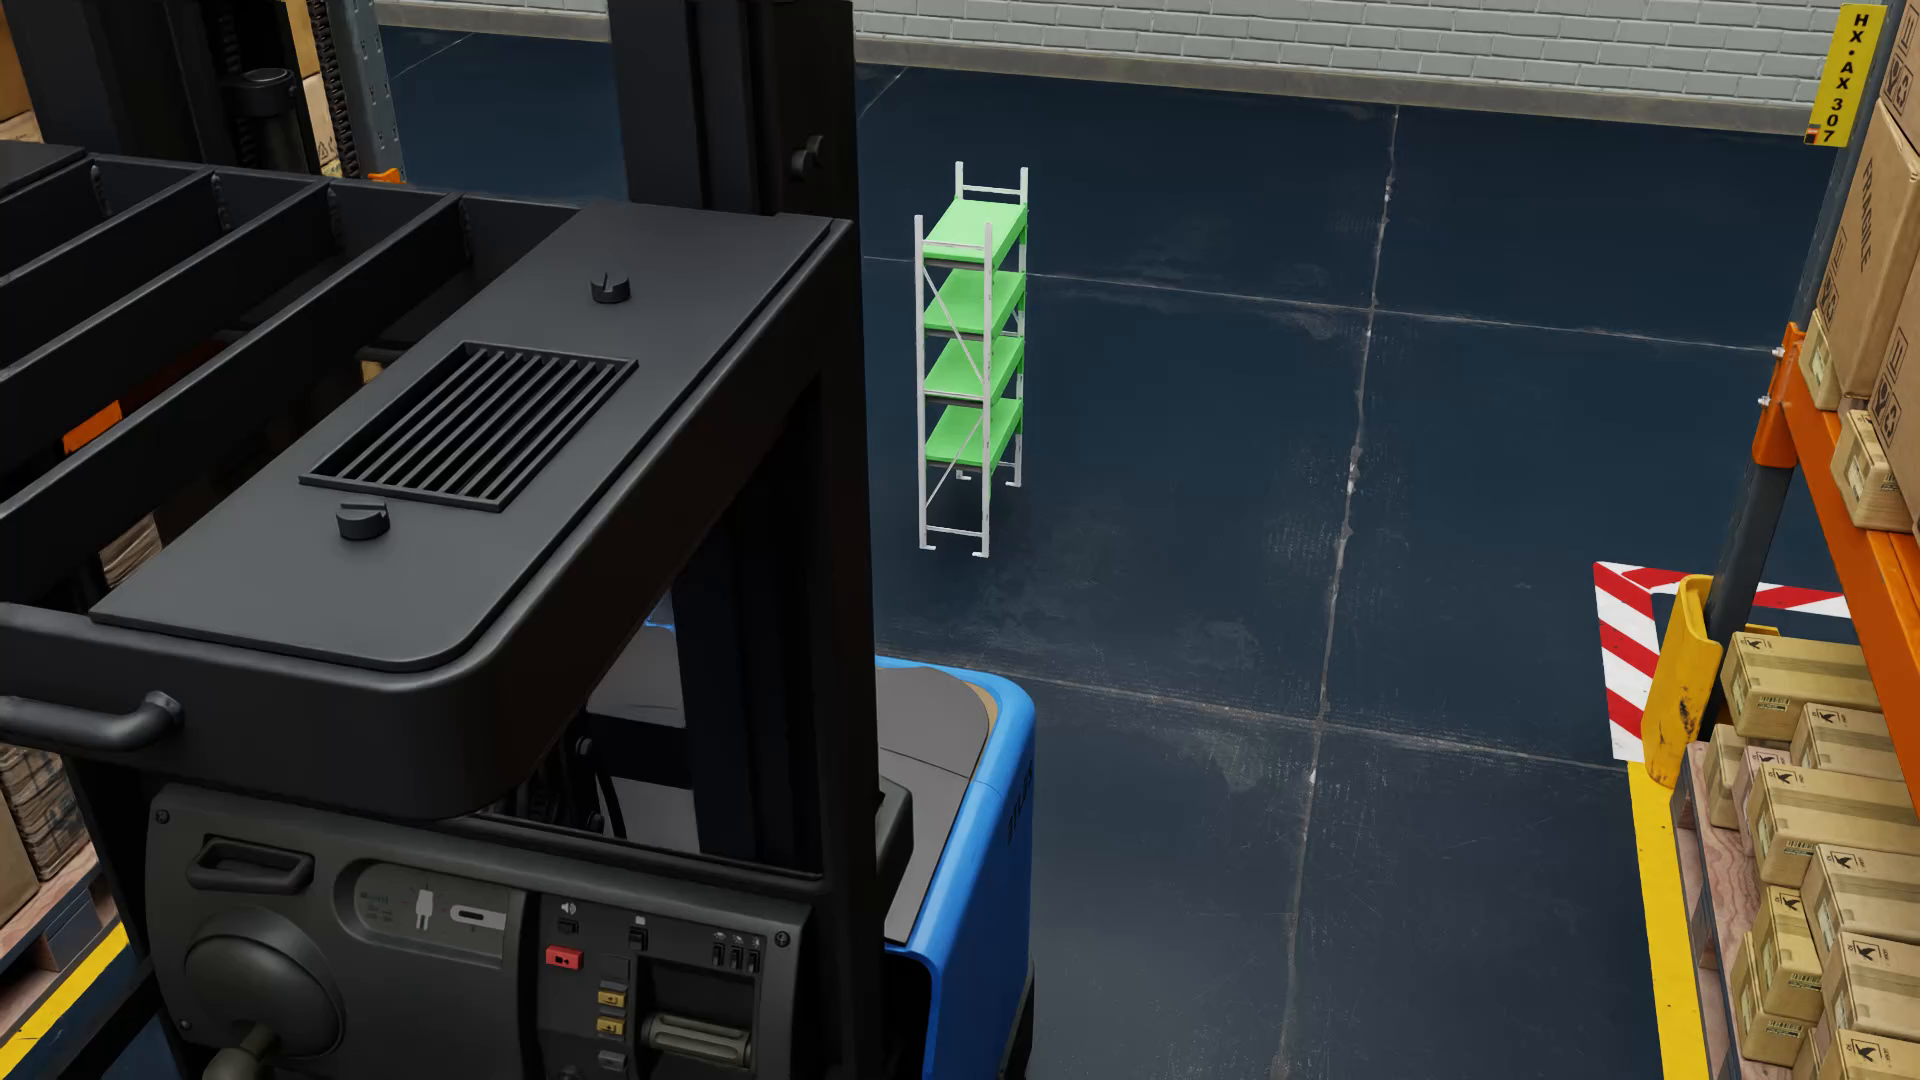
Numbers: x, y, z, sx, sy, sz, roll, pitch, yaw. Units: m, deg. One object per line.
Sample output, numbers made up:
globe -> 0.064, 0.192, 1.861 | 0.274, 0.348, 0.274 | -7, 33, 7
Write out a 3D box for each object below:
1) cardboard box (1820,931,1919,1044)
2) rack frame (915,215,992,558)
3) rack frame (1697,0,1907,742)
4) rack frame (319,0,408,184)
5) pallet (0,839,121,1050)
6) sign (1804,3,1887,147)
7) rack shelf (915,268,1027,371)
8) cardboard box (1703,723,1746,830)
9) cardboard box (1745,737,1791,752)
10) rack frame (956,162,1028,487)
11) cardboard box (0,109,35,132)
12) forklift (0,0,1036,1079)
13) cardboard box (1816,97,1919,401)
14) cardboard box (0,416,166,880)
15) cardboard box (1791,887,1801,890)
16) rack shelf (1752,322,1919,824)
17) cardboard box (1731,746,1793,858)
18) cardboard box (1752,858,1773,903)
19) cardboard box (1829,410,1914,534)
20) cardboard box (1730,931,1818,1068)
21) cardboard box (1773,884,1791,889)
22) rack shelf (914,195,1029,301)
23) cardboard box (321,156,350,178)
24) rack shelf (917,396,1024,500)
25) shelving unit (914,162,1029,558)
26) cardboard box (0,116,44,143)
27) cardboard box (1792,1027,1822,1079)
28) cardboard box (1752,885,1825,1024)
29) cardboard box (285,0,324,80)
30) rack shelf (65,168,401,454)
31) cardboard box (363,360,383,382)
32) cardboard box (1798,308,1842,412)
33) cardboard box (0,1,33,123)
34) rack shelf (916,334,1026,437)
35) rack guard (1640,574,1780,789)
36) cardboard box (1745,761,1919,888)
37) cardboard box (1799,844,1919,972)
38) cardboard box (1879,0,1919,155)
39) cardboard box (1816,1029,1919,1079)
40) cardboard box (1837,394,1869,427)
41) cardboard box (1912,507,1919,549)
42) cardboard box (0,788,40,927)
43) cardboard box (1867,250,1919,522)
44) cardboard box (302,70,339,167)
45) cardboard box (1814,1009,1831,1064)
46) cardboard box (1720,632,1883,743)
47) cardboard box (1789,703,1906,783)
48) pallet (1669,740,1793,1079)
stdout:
cardboard box -> 1.896, 0.930, 3.203 | 0.380, 0.149, 0.250 | 9, 34, 14
rack frame -> -0.020, -0.466, 5.364 | 0.240, 1.200, 0.015 | 8, 33, 12
rack frame -> 2.562, -0.626, 3.939 | 1.000, 3.000, 0.127 | 8, 33, 12
rack frame -> -2.210, -1.354, 5.084 | 1.000, 3.000, 0.127 | 8, 33, 12
pallet -> -2.649, 0.880, 4.170 | 1.003, 0.211, 1.213 | 8, 33, 12
sign -> 2.037, -1.065, 3.823 | 0.100, 0.325, 0.005 | 8, 33, 12
rack shelf -> 0.042, -0.741, 5.469 | 0.258, 0.148, 0.480 | 8, 33, 12
cardboard box -> 2.119, 0.628, 4.232 | 0.380, 0.149, 0.250 | 9, 33, 13
cardboard box -> 2.180, 0.511, 4.138 | 0.380, 0.149, 0.250 | 9, 34, 14
rack frame -> 0.104, -0.719, 5.762 | 0.240, 1.200, 0.015 | 8, 33, 12
cardboard box -> -2.719, -0.933, 4.284 | 0.500, 0.250, 0.500 | 8, 33, 12
forklift -> -0.703, 0.644, 2.005 | 1.130, 2.935, 3.031 | 8, 33, 12
cardboard box -> 2.180, -0.598, 3.525 | 0.500, 0.500, 0.500 | 10, 34, 15
cardboard box -> -2.526, 0.181, 4.259 | 0.875, 0.875, 0.875 | 8, 33, 12
cardboard box -> 2.080, 0.785, 3.708 | 0.380, 0.149, 0.250 | 8, 33, 13
rack shelf -> 2.054, 0.715, 2.499 | 1.077, 0.370, 4.000 | 8, 33, 12
cardboard box -> 2.056, 0.646, 3.927 | 0.380, 0.149, 0.250 | 8, 33, 12
cardboard box -> 2.132, 0.775, 4.001 | 0.380, 0.149, 0.250 | 8, 33, 12
cardboard box -> 2.018, -0.127, 3.387 | 0.380, 0.149, 0.250 | 7, 33, 11
cardboard box -> 1.905, 1.023, 3.611 | 0.380, 0.149, 0.250 | 8, 33, 13
cardboard box -> 2.075, 0.905, 3.797 | 0.380, 0.149, 0.250 | 8, 33, 13
rack shelf -> 0.042, -0.943, 5.340 | 0.258, 0.148, 0.480 | 8, 33, 12
cardboard box -> -1.982, -1.018, 4.790 | 0.380, 0.149, 0.250 | 9, 33, 13
rack shelf -> 0.042, -0.336, 5.726 | 0.258, 0.148, 0.480 | 8, 33, 12
shelving unit -> 0.042, -0.592, 5.563 | 0.258, 1.200, 0.503 | 8, 33, 12
cardboard box -> -2.206, -0.865, 4.178 | 0.500, 0.250, 0.500 | 7, 33, 12
cardboard box -> 1.932, 1.168, 3.383 | 0.380, 0.149, 0.250 | 8, 33, 12
cardboard box -> 1.910, 0.903, 3.522 | 0.380, 0.149, 0.250 | 9, 34, 14
cardboard box -> -2.080, -1.444, 4.389 | 0.500, 0.500, 0.500 | 8, 33, 13
rack shelf -> -2.718, -0.012, 3.644 | 1.077, 0.370, 4.000 | 8, 33, 12
cardboard box -> -2.295, -0.291, 5.001 | 0.875, 0.875, 0.875 | 8, 33, 12
cardboard box -> 2.162, -0.397, 3.812 | 0.380, 0.149, 0.250 | 8, 33, 12
cardboard box -> -2.720, -1.261, 4.101 | 0.500, 0.500, 0.500 | 7, 33, 11
rack shelf -> 0.042, -0.538, 5.598 | 0.258, 0.148, 0.480 | 8, 33, 12
rack guard -> 2.542, 0.468, 4.547 | 1.175, 0.500, 0.348 | 8, 33, 12
cardboard box -> 1.959, 0.647, 3.647 | 0.380, 0.149, 0.250 | 8, 33, 12
cardboard box -> 1.976, 0.787, 3.427 | 0.380, 0.149, 0.250 | 6, 33, 10
cardboard box -> 2.191, -1.019, 3.254 | 0.500, 0.500, 0.500 | 8, 33, 12
cardboard box -> 1.785, 1.060, 2.998 | 0.380, 0.149, 0.250 | 9, 33, 13
cardboard box -> 2.138, -0.259, 3.595 | 0.380, 0.149, 0.250 | 9, 34, 14
cardboard box -> 1.933, -0.065, 2.685 | 0.500, 0.500, 0.500 | 8, 33, 13
cardboard box -> -2.752, 0.643, 3.532 | 0.875, 0.875, 0.875 | 8, 33, 12
cardboard box -> 2.069, -0.317, 3.083 | 0.500, 0.500, 0.500 | 8, 33, 12
cardboard box -> -2.077, -1.128, 4.592 | 0.500, 0.250, 0.500 | 7, 33, 12
cardboard box -> 1.934, 1.054, 3.285 | 0.380, 0.149, 0.250 | 6, 33, 10
cardboard box -> 2.100, 0.374, 4.076 | 0.380, 0.149, 0.250 | 7, 33, 10
cardboard box -> 2.146, 0.534, 3.826 | 0.380, 0.149, 0.250 | 9, 33, 13
pallet -> 2.302, 1.007, 3.969 | 1.003, 0.211, 1.213 | 8, 33, 12
